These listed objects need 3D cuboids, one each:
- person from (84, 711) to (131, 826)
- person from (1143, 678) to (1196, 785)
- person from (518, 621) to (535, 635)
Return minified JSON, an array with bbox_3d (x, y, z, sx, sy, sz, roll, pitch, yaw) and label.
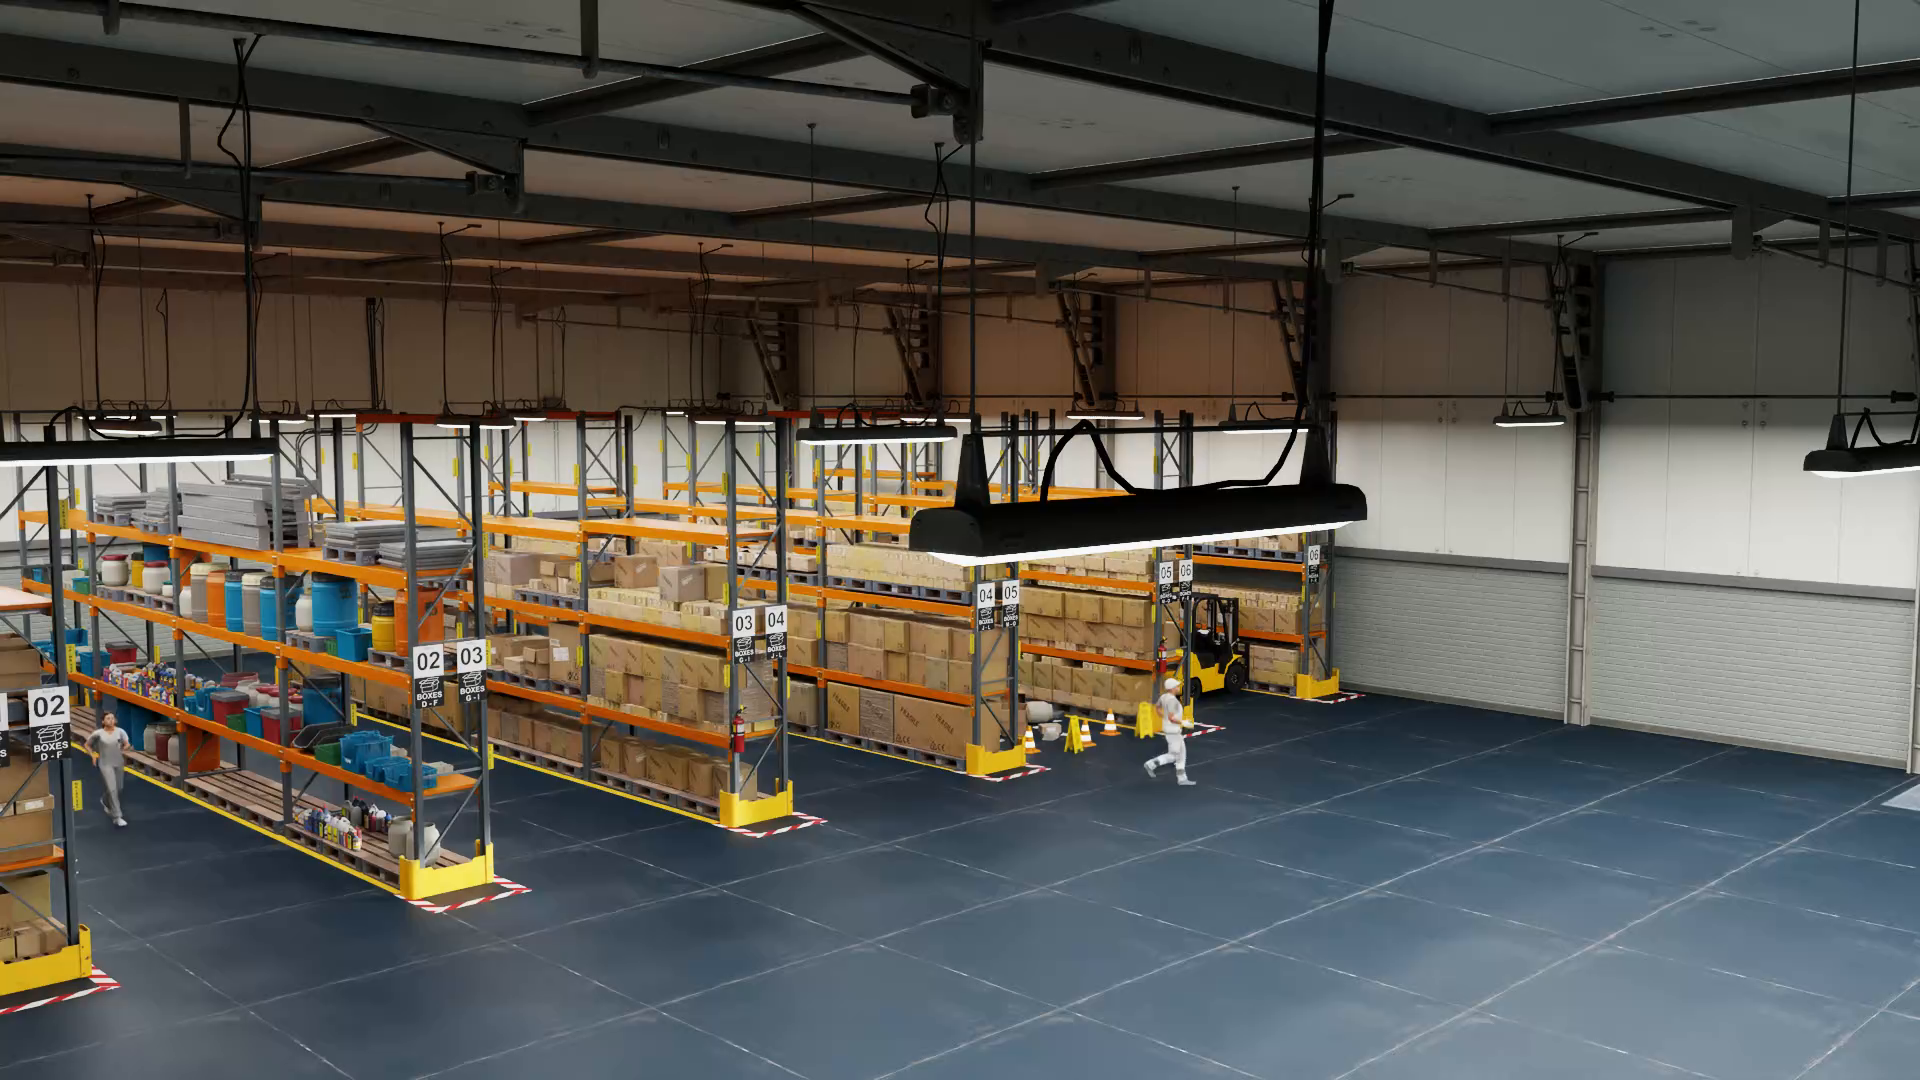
[{"bbox_3d":[-12.550,3.345,24.583,0.924,1.641,0.567,4,6,40],"label":"person"},{"bbox_3d":[3.401,3.115,26.953,0.889,1.773,0.657,0,5,-3],"label":"person"},{"bbox_3d":[-10.915,1.868,41.635,0.582,1.694,0.920,2,5,22],"label":"person"}]
